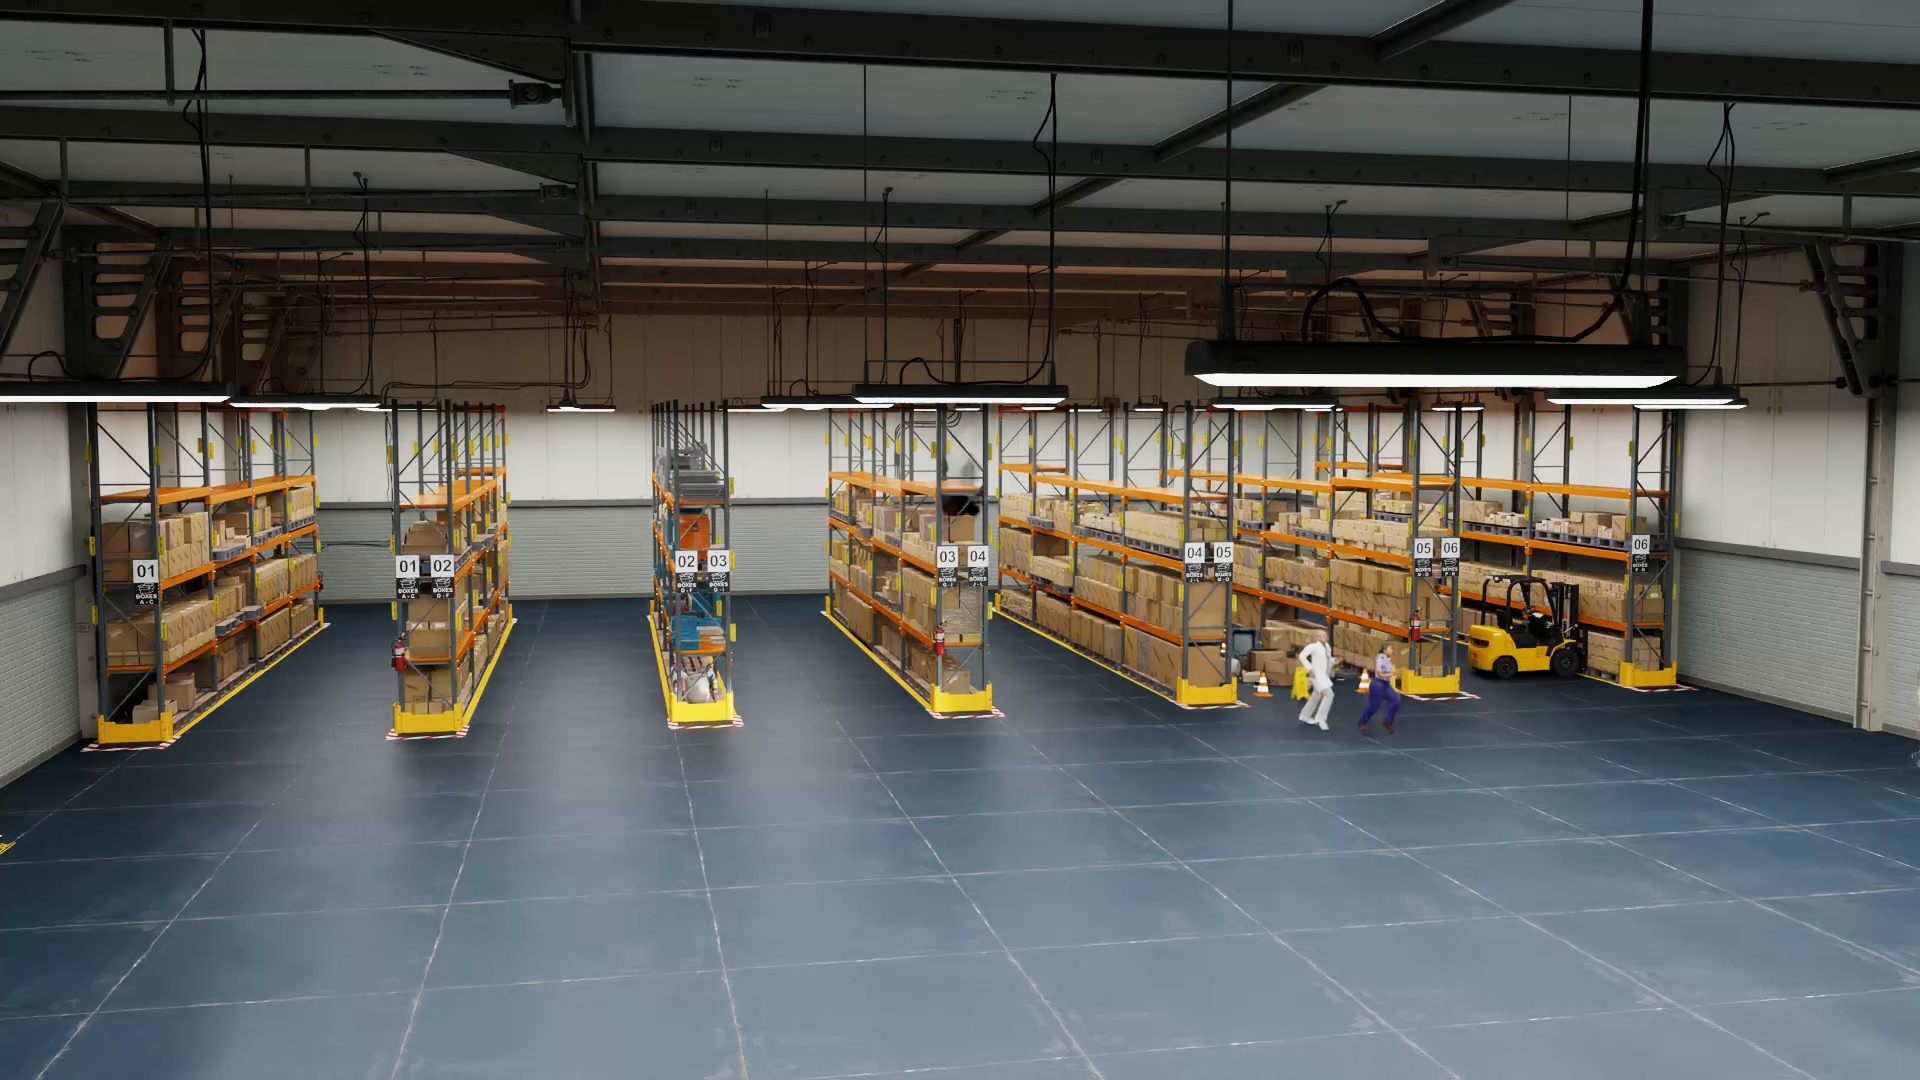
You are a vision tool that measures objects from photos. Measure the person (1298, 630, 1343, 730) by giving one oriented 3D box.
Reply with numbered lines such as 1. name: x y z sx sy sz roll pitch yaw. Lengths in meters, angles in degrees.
1. person: 6.608 2.560 30.473 0.825 1.847 0.666 3 5 36

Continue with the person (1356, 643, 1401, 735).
1. person: 7.528 2.664 29.836 0.812 1.667 0.628 3 5 31
